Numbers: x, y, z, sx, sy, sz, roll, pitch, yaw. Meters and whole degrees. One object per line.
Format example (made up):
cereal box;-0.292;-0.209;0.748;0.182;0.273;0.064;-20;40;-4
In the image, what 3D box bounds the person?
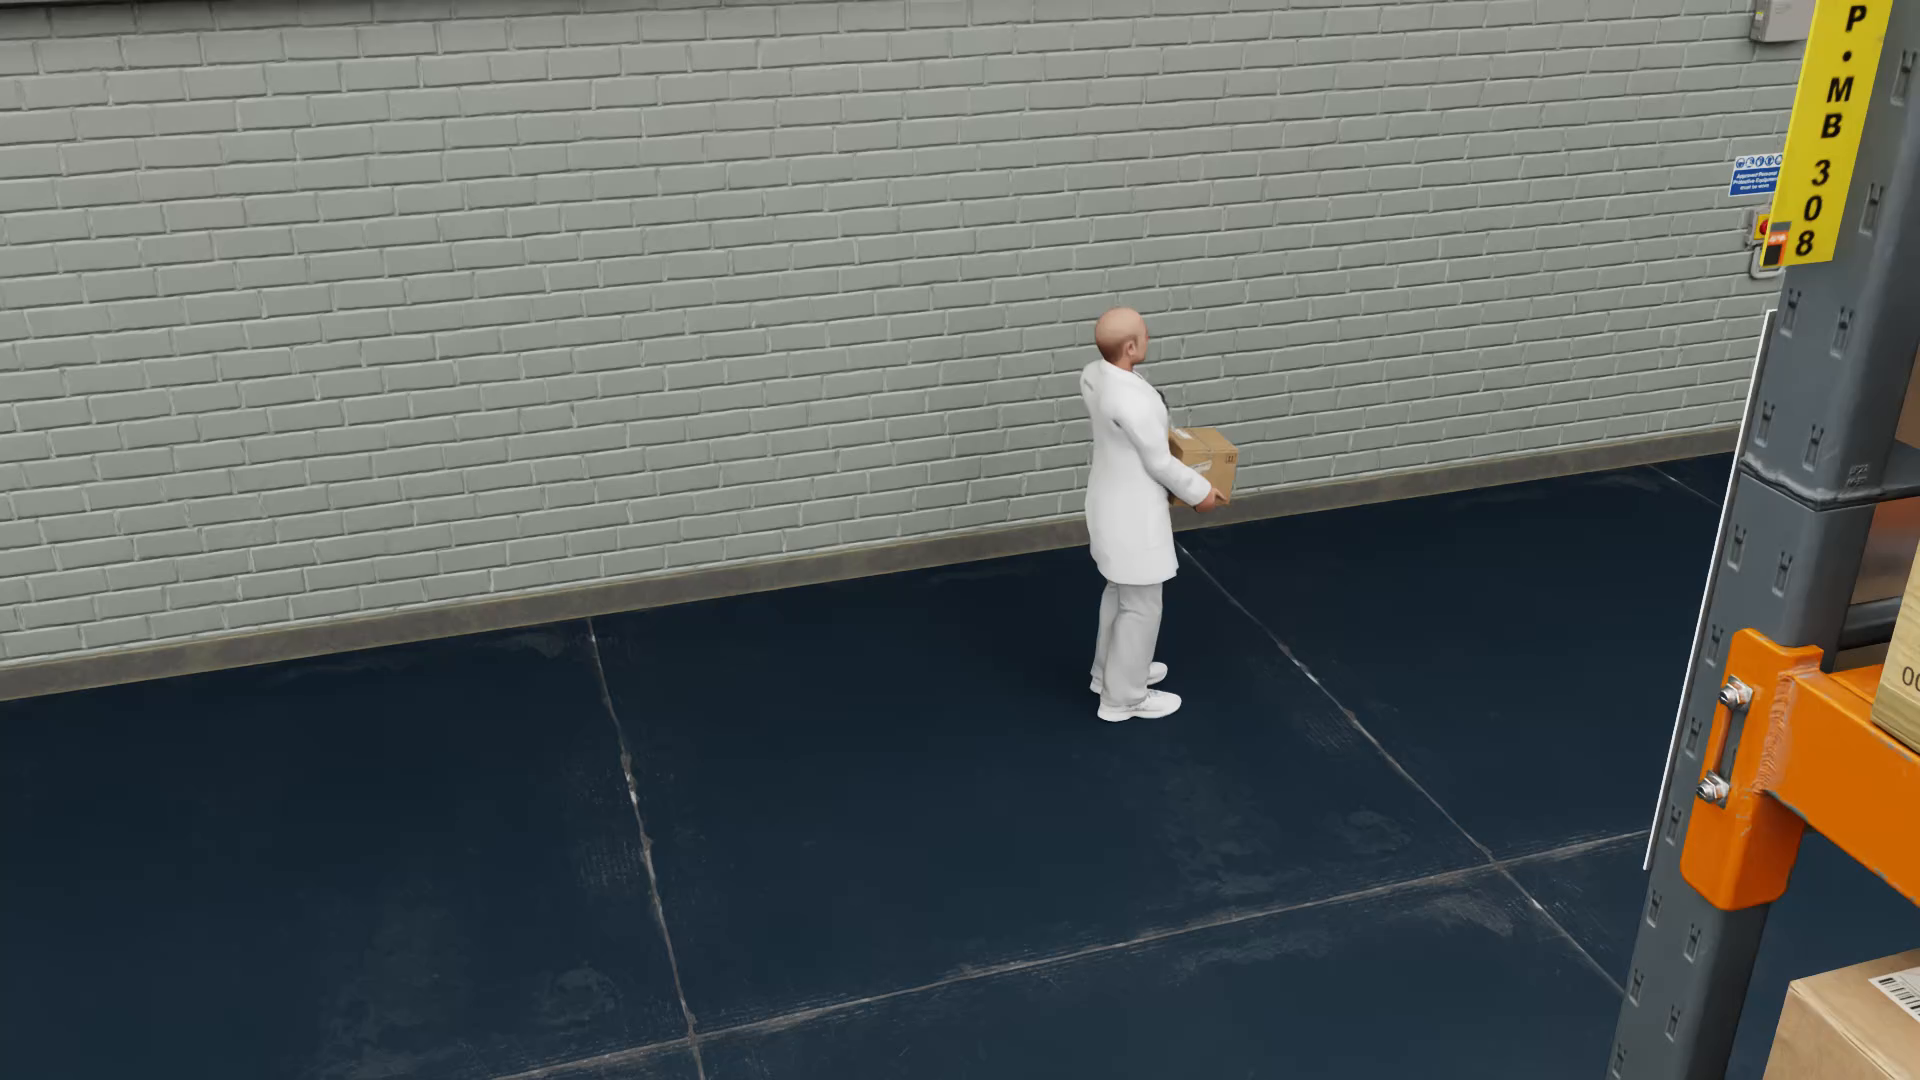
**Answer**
person;0.786;-0.119;6.881;0.550;1.774;0.529;-8;27;-15
